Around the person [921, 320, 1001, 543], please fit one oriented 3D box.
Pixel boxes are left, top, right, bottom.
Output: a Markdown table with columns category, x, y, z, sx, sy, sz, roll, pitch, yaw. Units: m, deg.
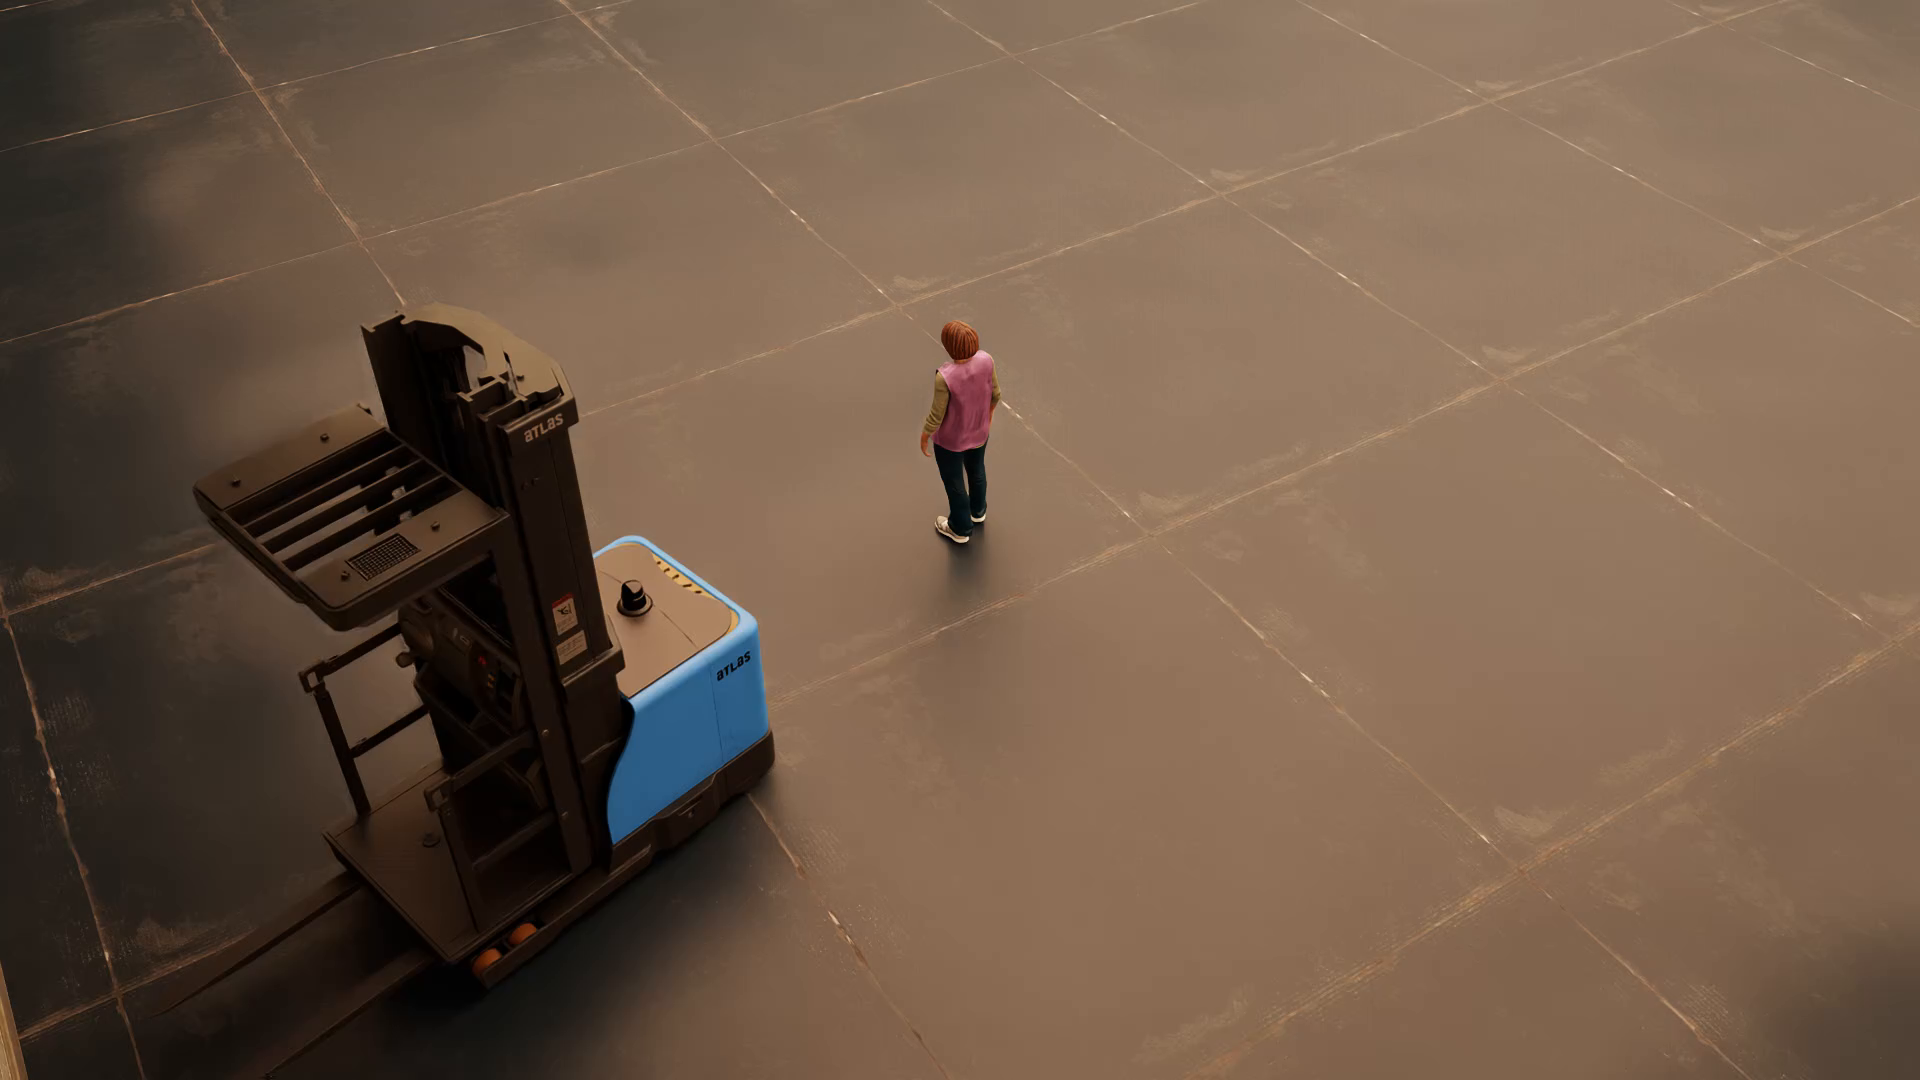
| category | x | y | z | sx | sy | sz | roll | pitch | yaw |
| --- | --- | --- | --- | --- | --- | --- | --- | --- | --- |
| person | -0.028 | -0.653 | 9.621 | 0.520 | 1.599 | 0.473 | -23 | 46 | -24 |

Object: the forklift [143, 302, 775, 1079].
| category | x | y | z | sx | sy | sz | roll | pitch | yaw |
| --- | --- | --- | --- | --- | --- | --- | --- | --- | --- |
| forklift | -2.343 | 0.577 | 7.211 | 1.130 | 2.935 | 3.031 | 32 | 50 | 31 |
